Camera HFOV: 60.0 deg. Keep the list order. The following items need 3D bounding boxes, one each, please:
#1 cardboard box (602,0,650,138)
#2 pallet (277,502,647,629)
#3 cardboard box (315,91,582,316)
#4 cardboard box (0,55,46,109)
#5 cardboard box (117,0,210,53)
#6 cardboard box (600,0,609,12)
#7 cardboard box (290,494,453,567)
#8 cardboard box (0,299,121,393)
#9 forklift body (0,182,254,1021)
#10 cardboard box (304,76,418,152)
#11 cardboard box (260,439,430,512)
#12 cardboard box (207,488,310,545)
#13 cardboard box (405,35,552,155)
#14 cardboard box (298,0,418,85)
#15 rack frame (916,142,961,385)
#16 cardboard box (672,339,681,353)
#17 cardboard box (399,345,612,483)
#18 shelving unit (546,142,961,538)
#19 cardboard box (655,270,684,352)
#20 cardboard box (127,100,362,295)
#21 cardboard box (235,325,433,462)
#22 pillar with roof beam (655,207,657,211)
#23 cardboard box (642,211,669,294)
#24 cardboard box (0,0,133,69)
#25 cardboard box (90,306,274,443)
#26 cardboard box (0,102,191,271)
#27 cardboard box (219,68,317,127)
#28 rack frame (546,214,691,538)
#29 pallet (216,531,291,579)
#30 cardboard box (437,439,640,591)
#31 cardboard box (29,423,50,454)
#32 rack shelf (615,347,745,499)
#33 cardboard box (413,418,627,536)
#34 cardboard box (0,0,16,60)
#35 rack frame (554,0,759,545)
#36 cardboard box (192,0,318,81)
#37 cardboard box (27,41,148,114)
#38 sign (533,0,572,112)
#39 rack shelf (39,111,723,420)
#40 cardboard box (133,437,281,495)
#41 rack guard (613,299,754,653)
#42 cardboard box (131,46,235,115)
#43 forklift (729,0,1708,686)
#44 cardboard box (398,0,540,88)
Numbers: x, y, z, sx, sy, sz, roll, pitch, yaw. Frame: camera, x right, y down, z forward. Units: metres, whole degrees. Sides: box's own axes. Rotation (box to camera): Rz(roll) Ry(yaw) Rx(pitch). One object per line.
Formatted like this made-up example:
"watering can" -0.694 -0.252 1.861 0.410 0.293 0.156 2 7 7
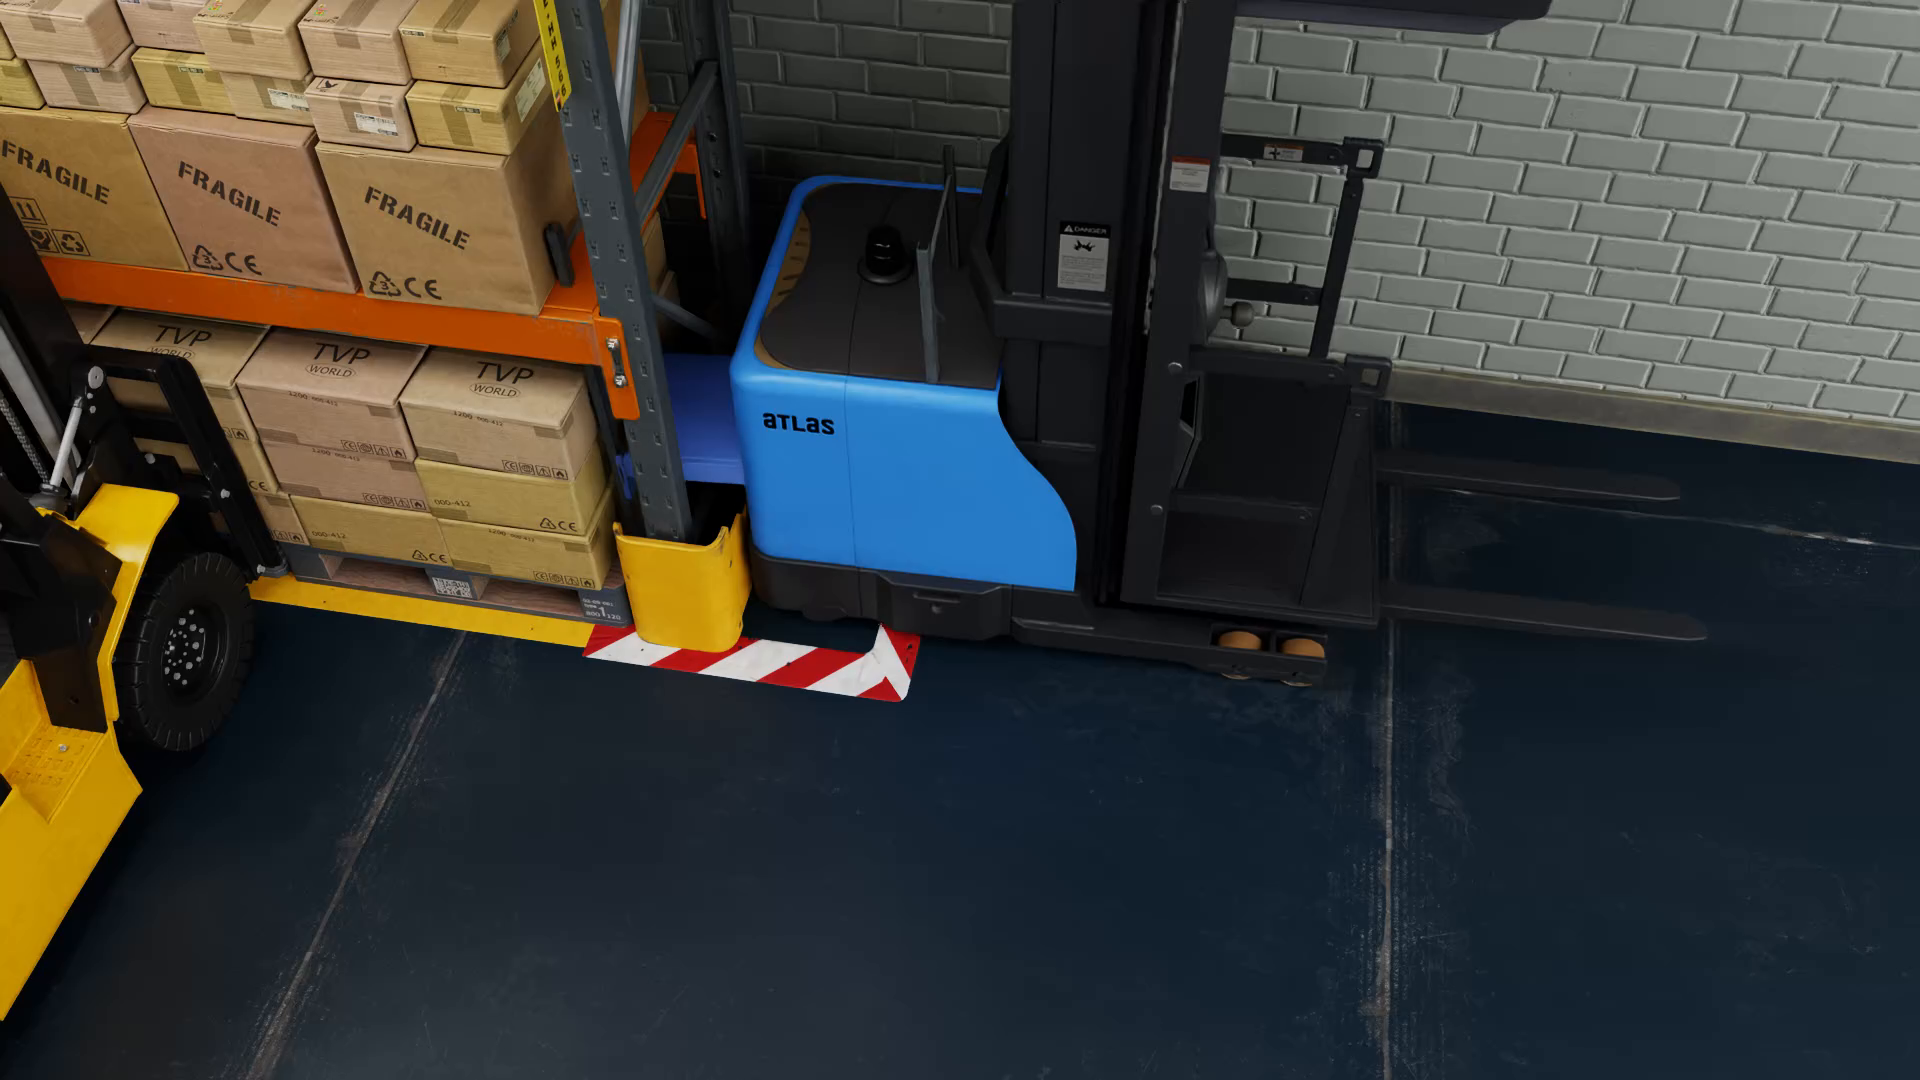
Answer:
"cardboard box" -1.267 -1.383 4.909 0.500 0.500 0.500 9 49 8
"pallet" -1.589 -0.220 5.805 1.213 0.211 1.003 8 49 7
"cardboard box" -1.360 -0.987 4.553 0.500 0.500 0.500 7 48 6
"cardboard box" -2.486 -1.324 4.420 0.250 0.149 0.380 8 49 7
"cardboard box" -1.961 -1.436 4.320 0.250 0.149 0.380 8 49 7
"cardboard box" -1.116 -1.566 4.637 0.250 0.149 0.380 7 48 6
"cardboard box" -1.835 -0.206 5.485 0.500 0.250 0.500 8 49 7
"cardboard box" -2.837 -0.664 5.224 0.500 0.250 0.500 7 48 6
"forklift body" -3.019 0.287 4.046 1.214 2.155 2.313 8 49 7
"cardboard box" -1.477 -1.184 4.294 0.250 0.149 0.380 8 49 7
"cardboard box" -1.855 -0.379 5.304 0.500 0.250 0.500 7 48 6
"cardboard box" -2.326 -0.279 5.550 0.500 0.250 0.500 8 49 7
"cardboard box" -1.220 -1.172 4.283 0.250 0.149 0.380 8 49 7
"cardboard box" -1.467 -1.334 4.228 0.250 0.149 0.380 8 49 7
"rack frame" -0.032 -0.432 5.085 0.032 1.500 0.500 4 48 7
"cardboard box" -1.277 -0.510 5.758 0.500 0.250 0.500 8 49 7
"cardboard box" -1.337 -0.469 5.049 0.500 0.250 0.500 9 49 8
"shelving unit" -0.535 -0.468 5.149 1.048 1.500 0.538 4 48 7
"cardboard box" -1.255 -0.684 5.578 0.500 0.250 0.500 8 49 8
"cardboard box" -1.869 -1.063 4.621 0.500 0.500 0.500 9 49 8
"cardboard box" -1.841 -0.532 5.106 0.500 0.250 0.500 8 49 8
"pillar with roof beam" -2.119 -0.687 0.317 0.400 9.000 9.100 8 49 7
"cardboard box" -1.268 -0.839 5.381 0.500 0.250 0.500 7 48 6
"cardboard box" -2.237 -1.389 4.278 0.250 0.149 0.380 9 49 8
"cardboard box" -2.339 -0.592 5.159 0.500 0.250 0.500 8 49 7
"cardboard box" -2.373 -1.130 4.682 0.500 0.500 0.500 7 48 6
"cardboard box" -1.721 -1.263 4.365 0.250 0.149 0.380 8 49 8
"rack frame" -1.038 -0.504 5.213 0.032 1.500 0.500 4 48 7
"pallet" -2.786 -0.383 5.952 1.213 0.211 1.003 8 49 7
"cardboard box" -1.347 -0.133 5.419 0.500 0.250 0.500 8 49 7
"cardboard box" -2.858 -0.501 5.414 0.500 0.250 0.500 8 48 7
"rack shelf" -0.527 -0.346 5.281 1.000 0.185 0.538 4 48 7
"cardboard box" -1.363 -0.305 5.238 0.500 0.250 0.500 7 48 6
"cardboard box" -2.493 -1.419 4.305 0.250 0.149 0.380 9 49 8
"rack frame" -0.829 -1.081 4.705 0.127 3.000 1.000 8 49 7
"cardboard box" -1.729 -1.348 4.242 0.250 0.149 0.380 9 49 8
"cardboard box" -2.234 -1.305 4.403 0.250 0.149 0.380 6 48 6
"sign" -0.939 -1.152 3.831 0.005 0.325 0.100 8 49 7
"rack shelf" -2.797 -1.105 5.210 4.000 0.370 1.077 8 49 7
"cardboard box" -2.367 -0.432 5.352 0.500 0.250 0.500 7 48 6
"rack guard" -0.805 -0.242 5.632 0.348 0.500 1.175 8 49 7
"cardboard box" -1.963 -1.304 4.402 0.250 0.149 0.380 7 48 7
"forklift" 0.880 -0.937 4.622 3.031 2.935 1.130 6 48 6
"cardboard box" -1.219 -1.324 4.220 0.250 0.149 0.380 8 49 7
